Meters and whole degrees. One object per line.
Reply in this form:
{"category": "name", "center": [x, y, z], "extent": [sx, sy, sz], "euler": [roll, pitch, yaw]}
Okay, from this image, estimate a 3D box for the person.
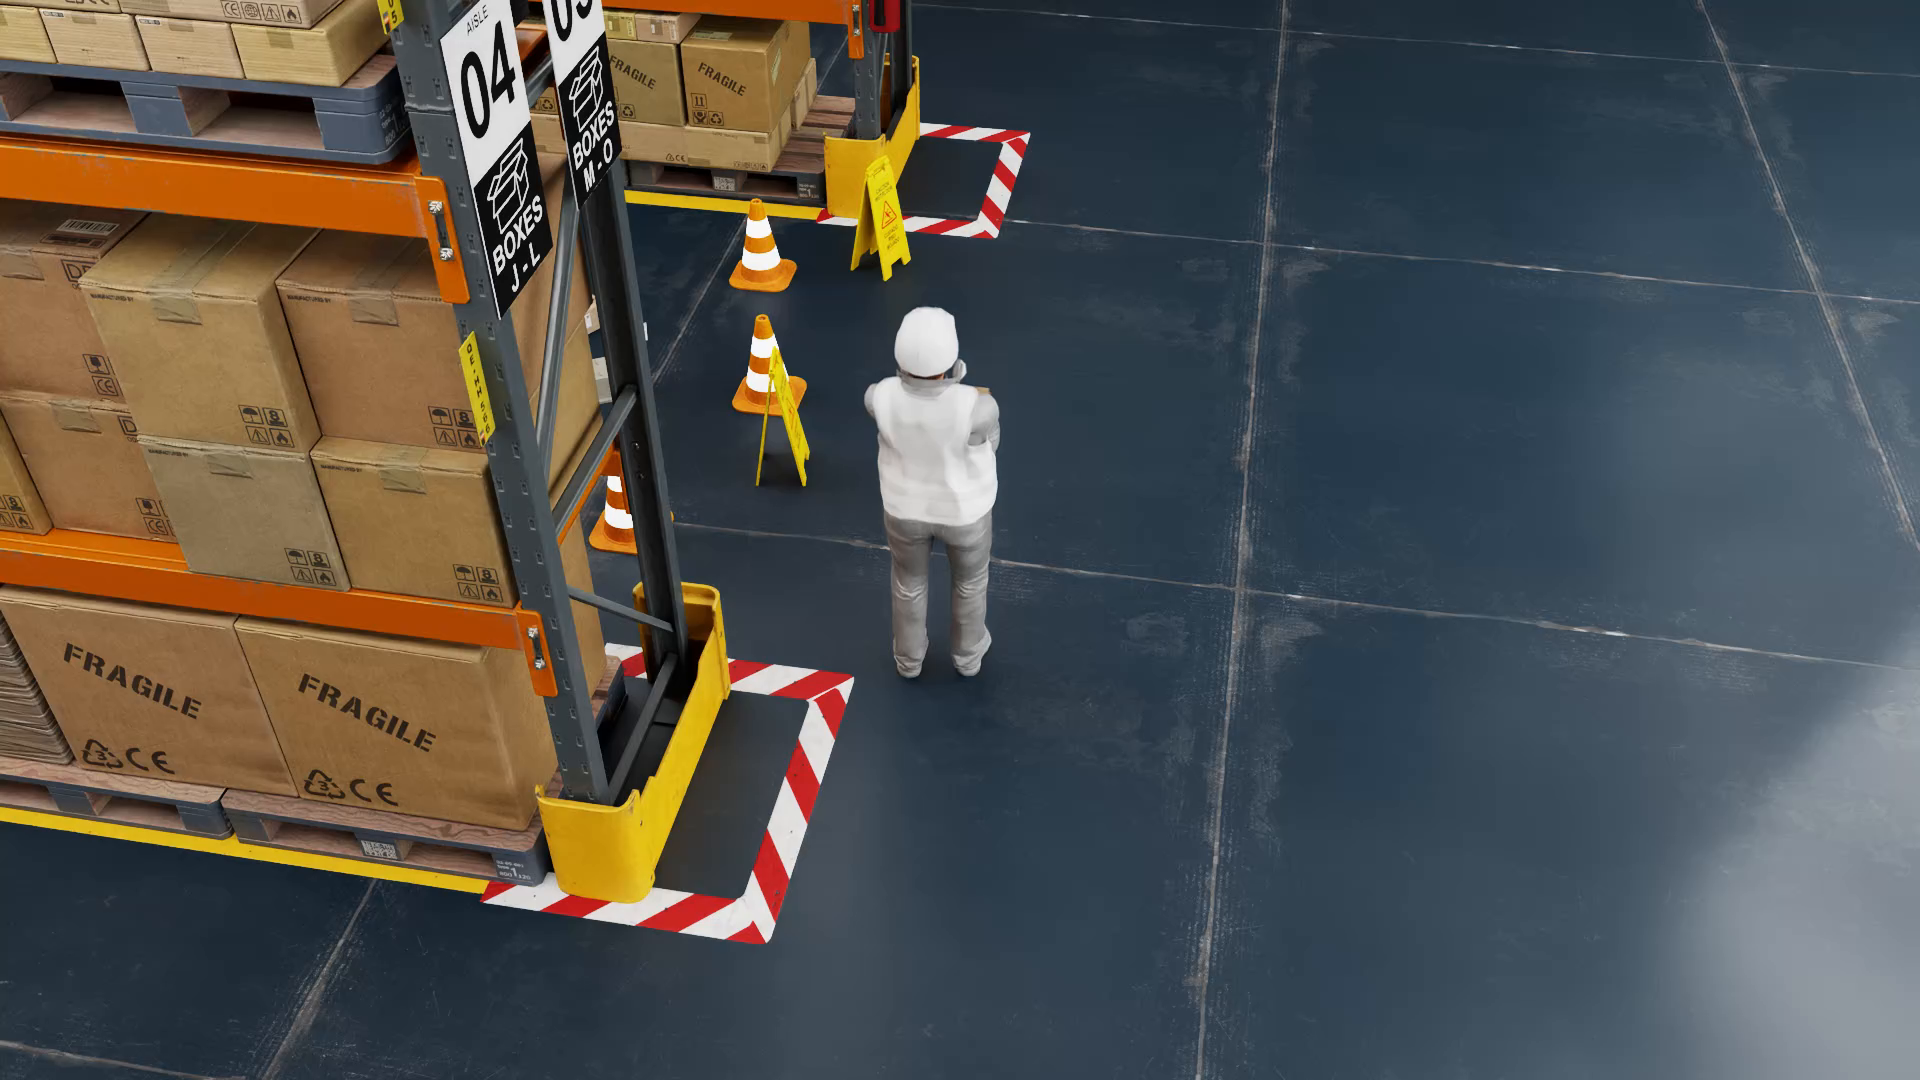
{"category": "person", "center": [-0.084, -0.207, 6.388], "extent": [0.494, 1.762, 0.556], "euler": [7, 41, 8]}
